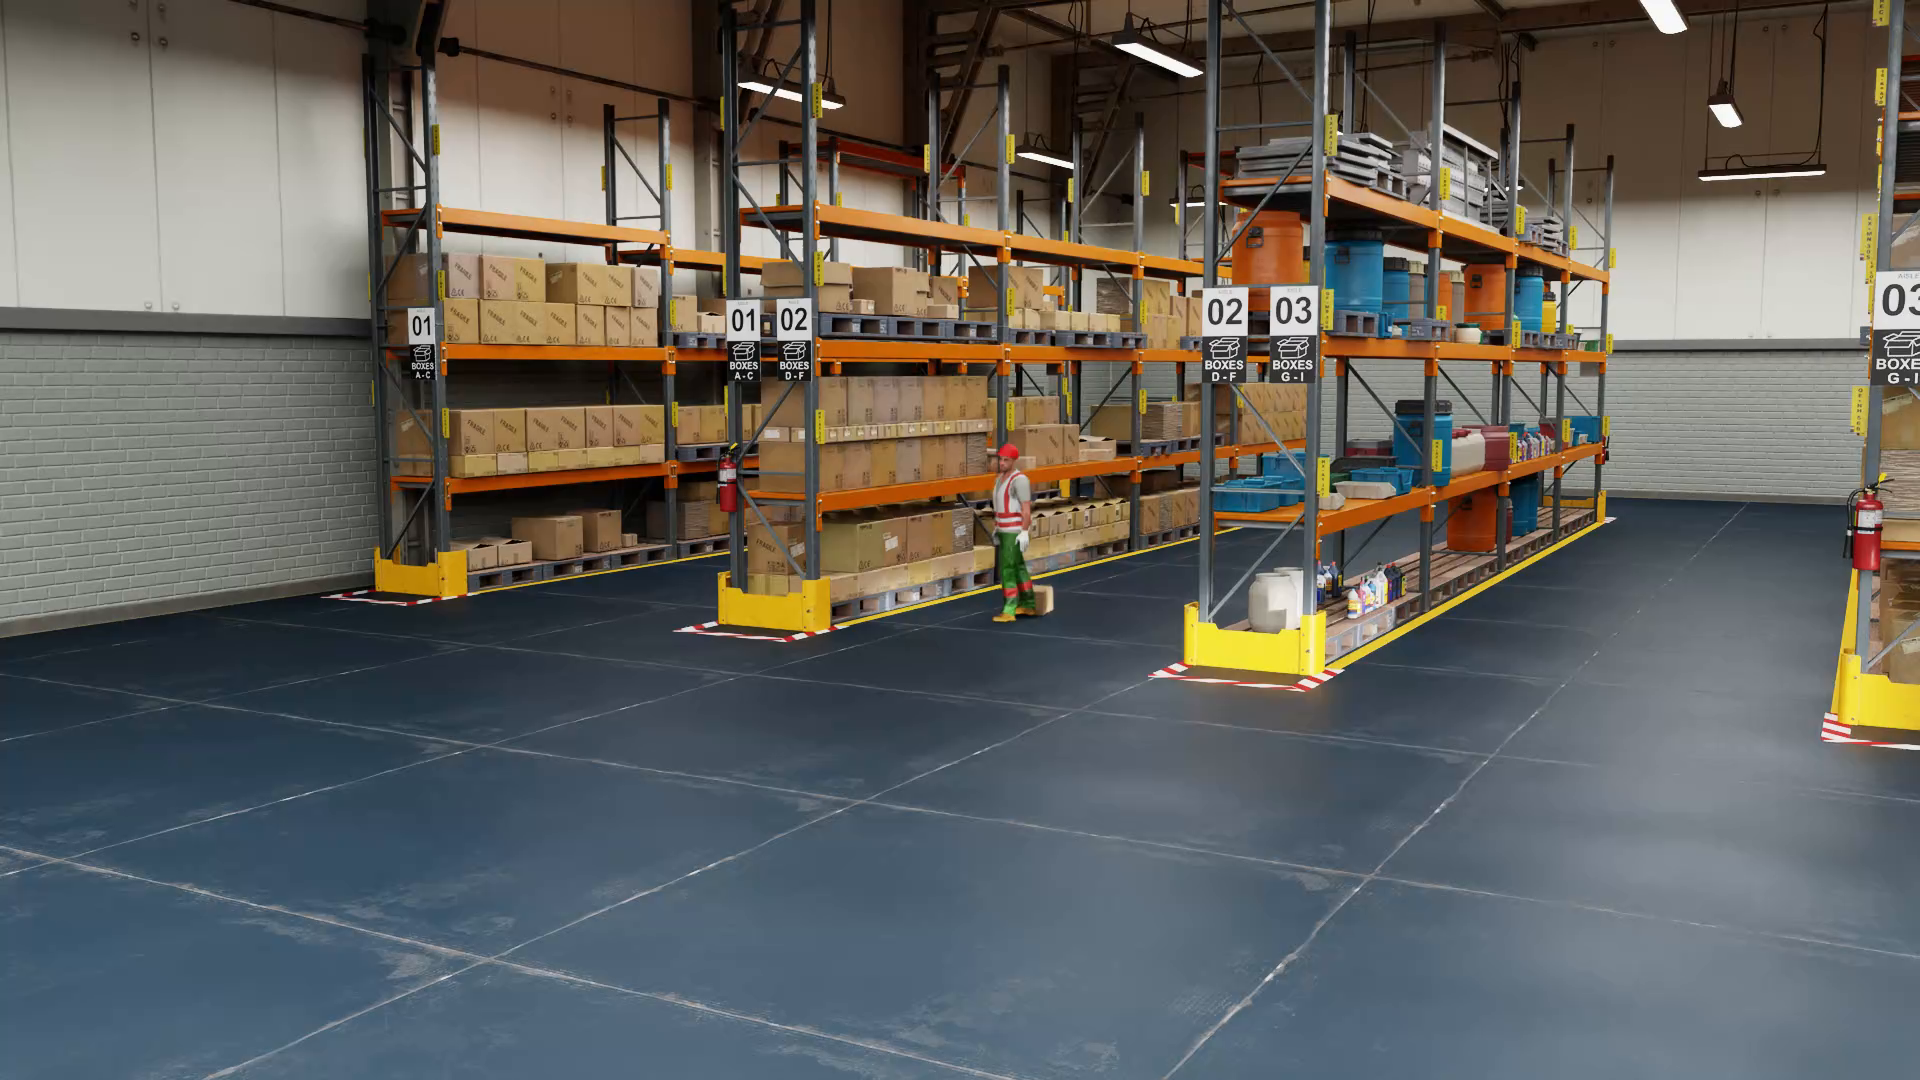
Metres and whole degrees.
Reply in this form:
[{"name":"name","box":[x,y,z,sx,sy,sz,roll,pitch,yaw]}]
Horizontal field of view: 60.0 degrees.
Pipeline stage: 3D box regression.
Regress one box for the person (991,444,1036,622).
[{"name":"person","box":[0.533,-0.079,16.745,0.576,1.783,0.563,-2,6,-22]}]
